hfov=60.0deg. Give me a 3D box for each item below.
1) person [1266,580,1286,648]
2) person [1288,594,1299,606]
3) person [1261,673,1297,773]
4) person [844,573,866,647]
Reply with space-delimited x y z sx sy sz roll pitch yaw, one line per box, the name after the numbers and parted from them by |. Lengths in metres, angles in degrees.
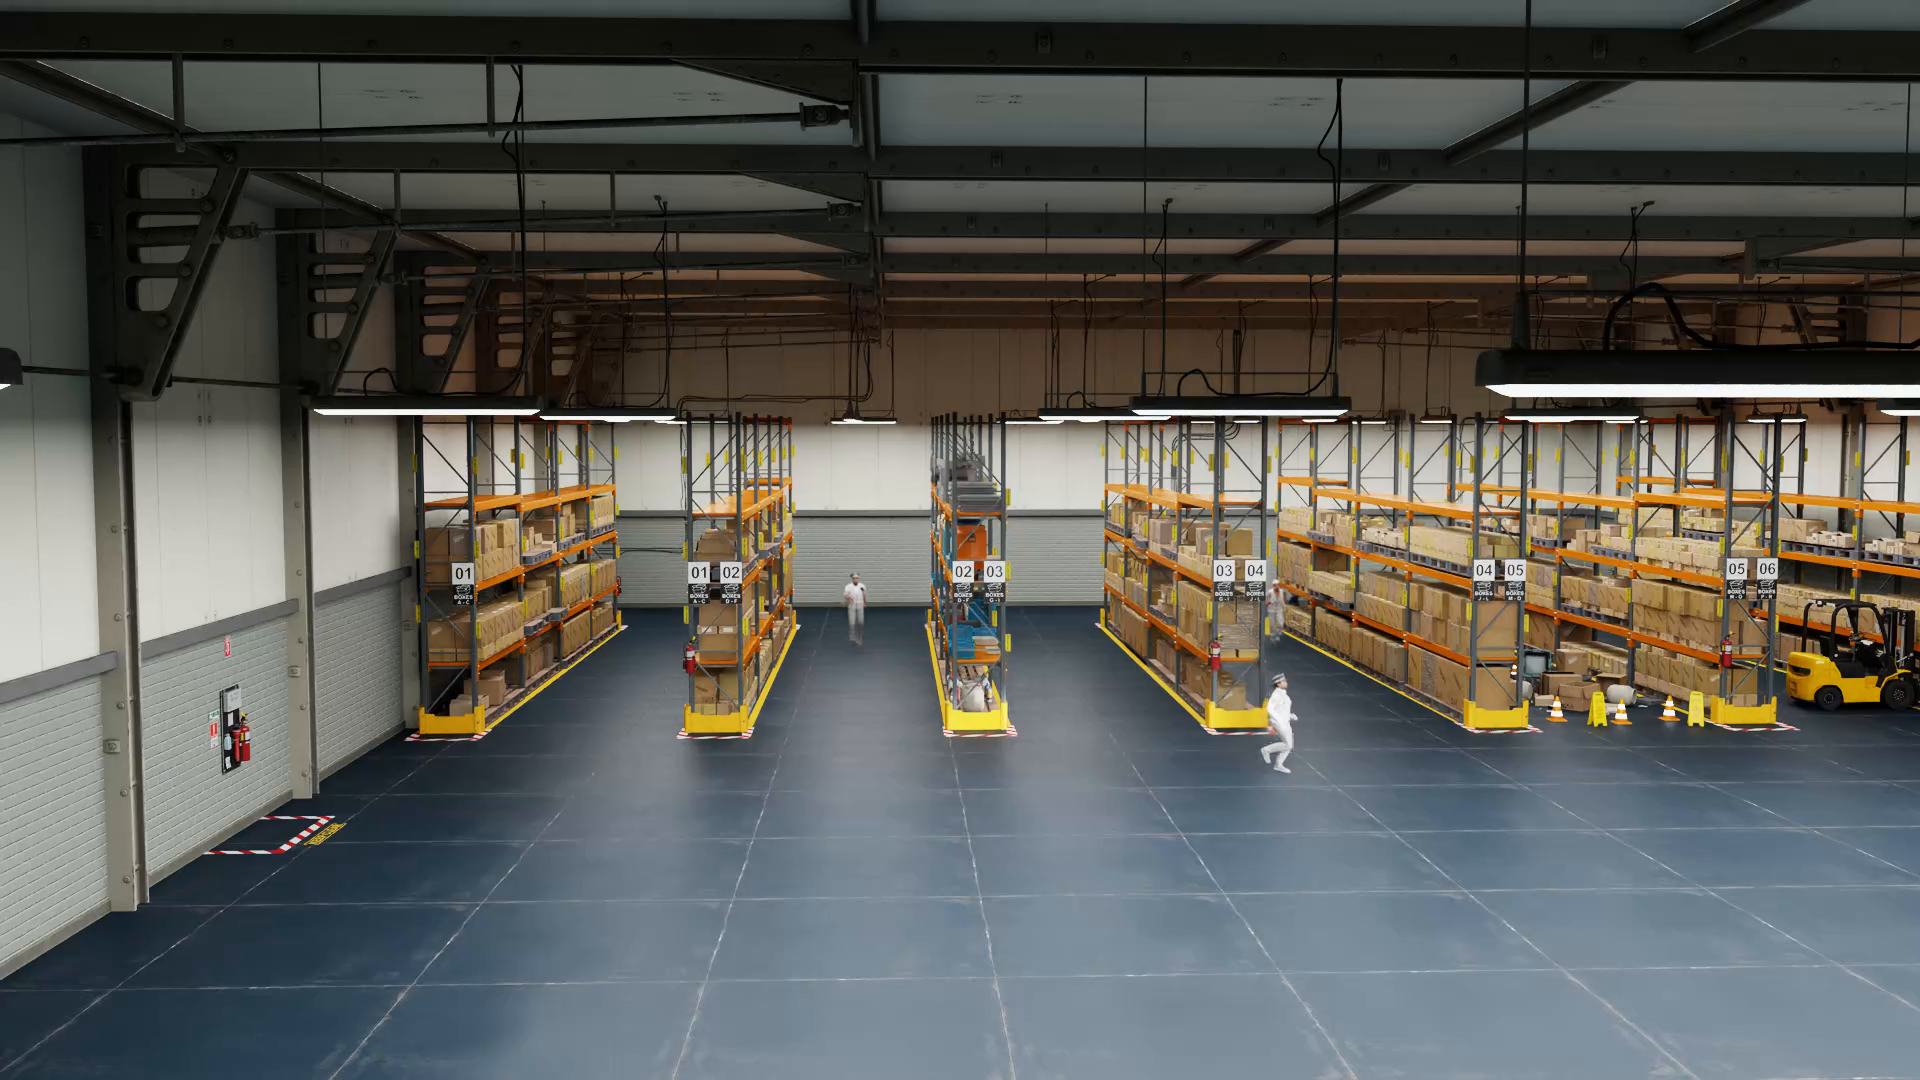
8.178 1.906 43.095 0.620 1.785 0.829 0 4 2 | person
9.832 1.607 48.745 0.666 1.636 0.514 0 4 -6 | person
5.303 3.027 27.617 0.554 1.660 0.616 2 4 24 | person
-2.622 1.753 41.901 0.614 1.876 0.735 -1 4 -12 | person
